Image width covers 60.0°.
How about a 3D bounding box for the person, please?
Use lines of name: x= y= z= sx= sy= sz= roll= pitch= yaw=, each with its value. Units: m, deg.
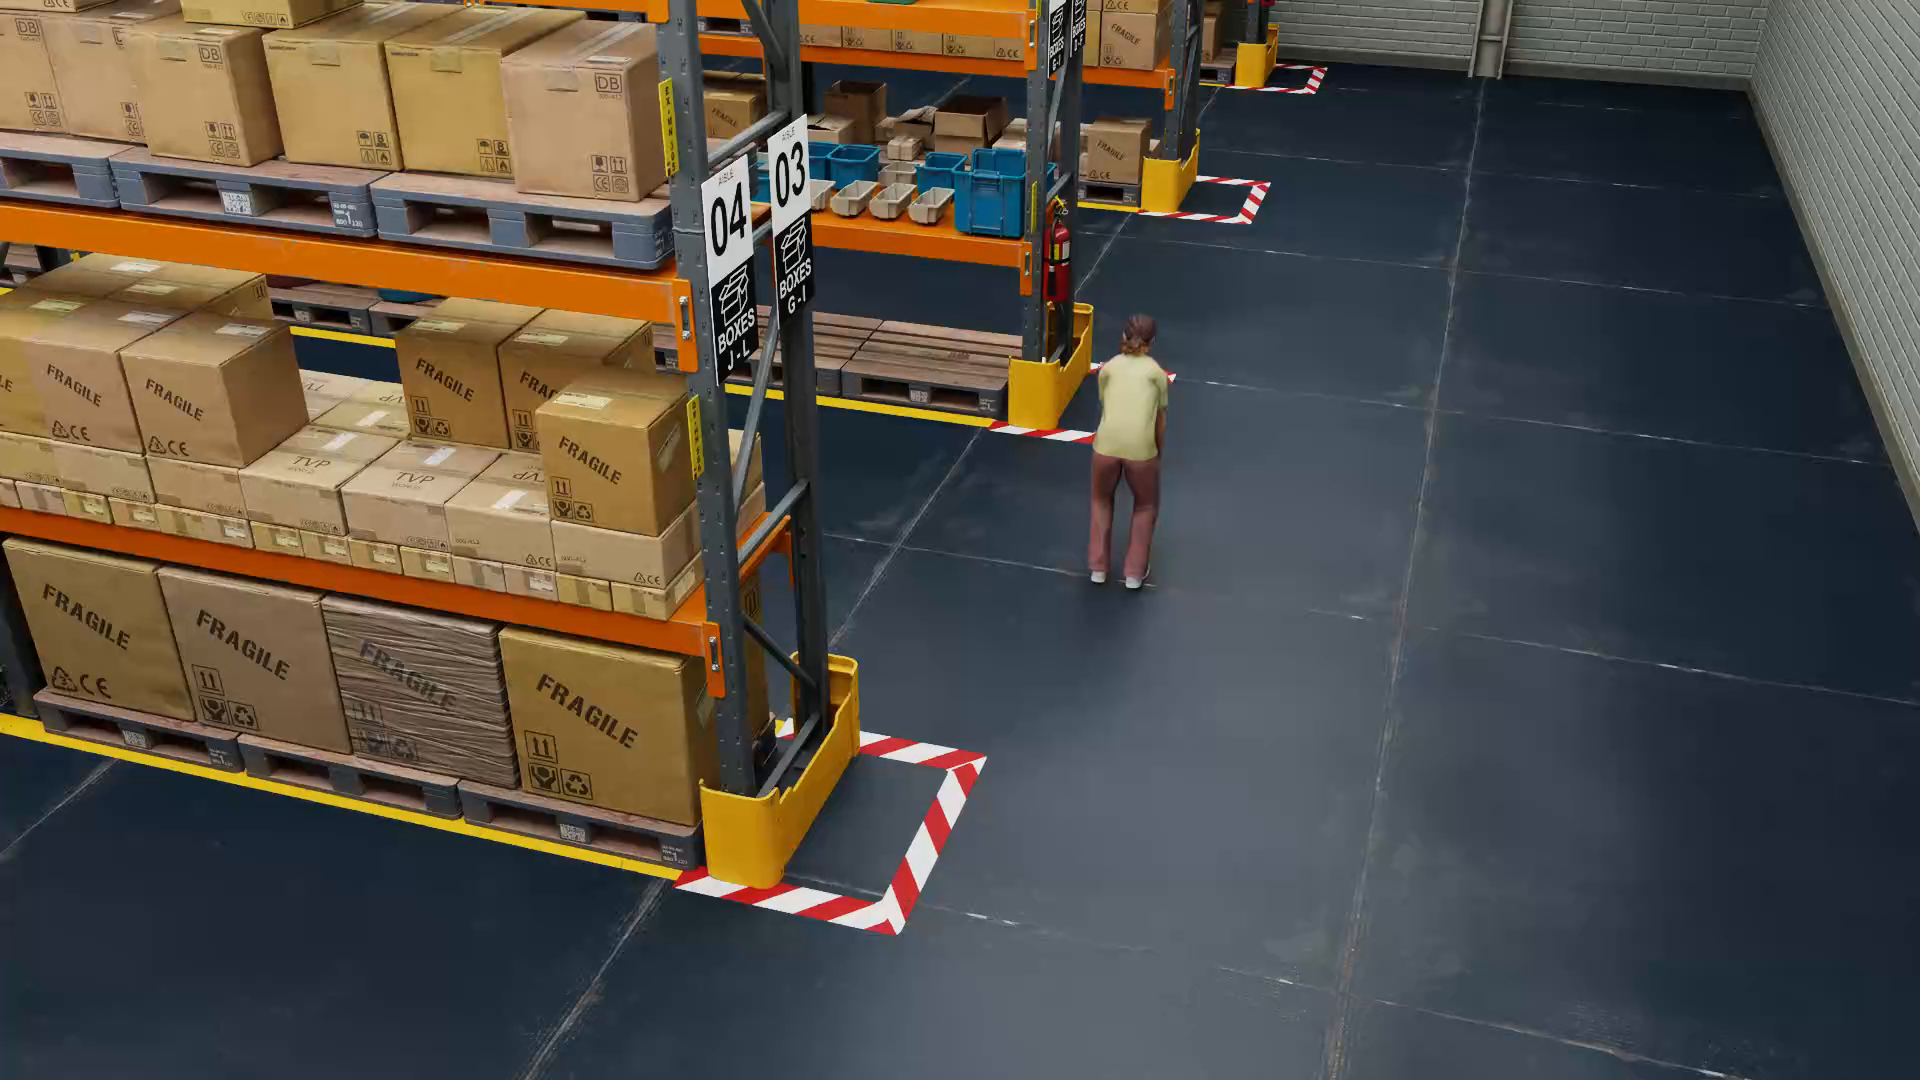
person: x=0.971 y=-0.515 z=9.570 sx=0.410 sy=1.534 sz=0.635 roll=8 pitch=30 yaw=14
